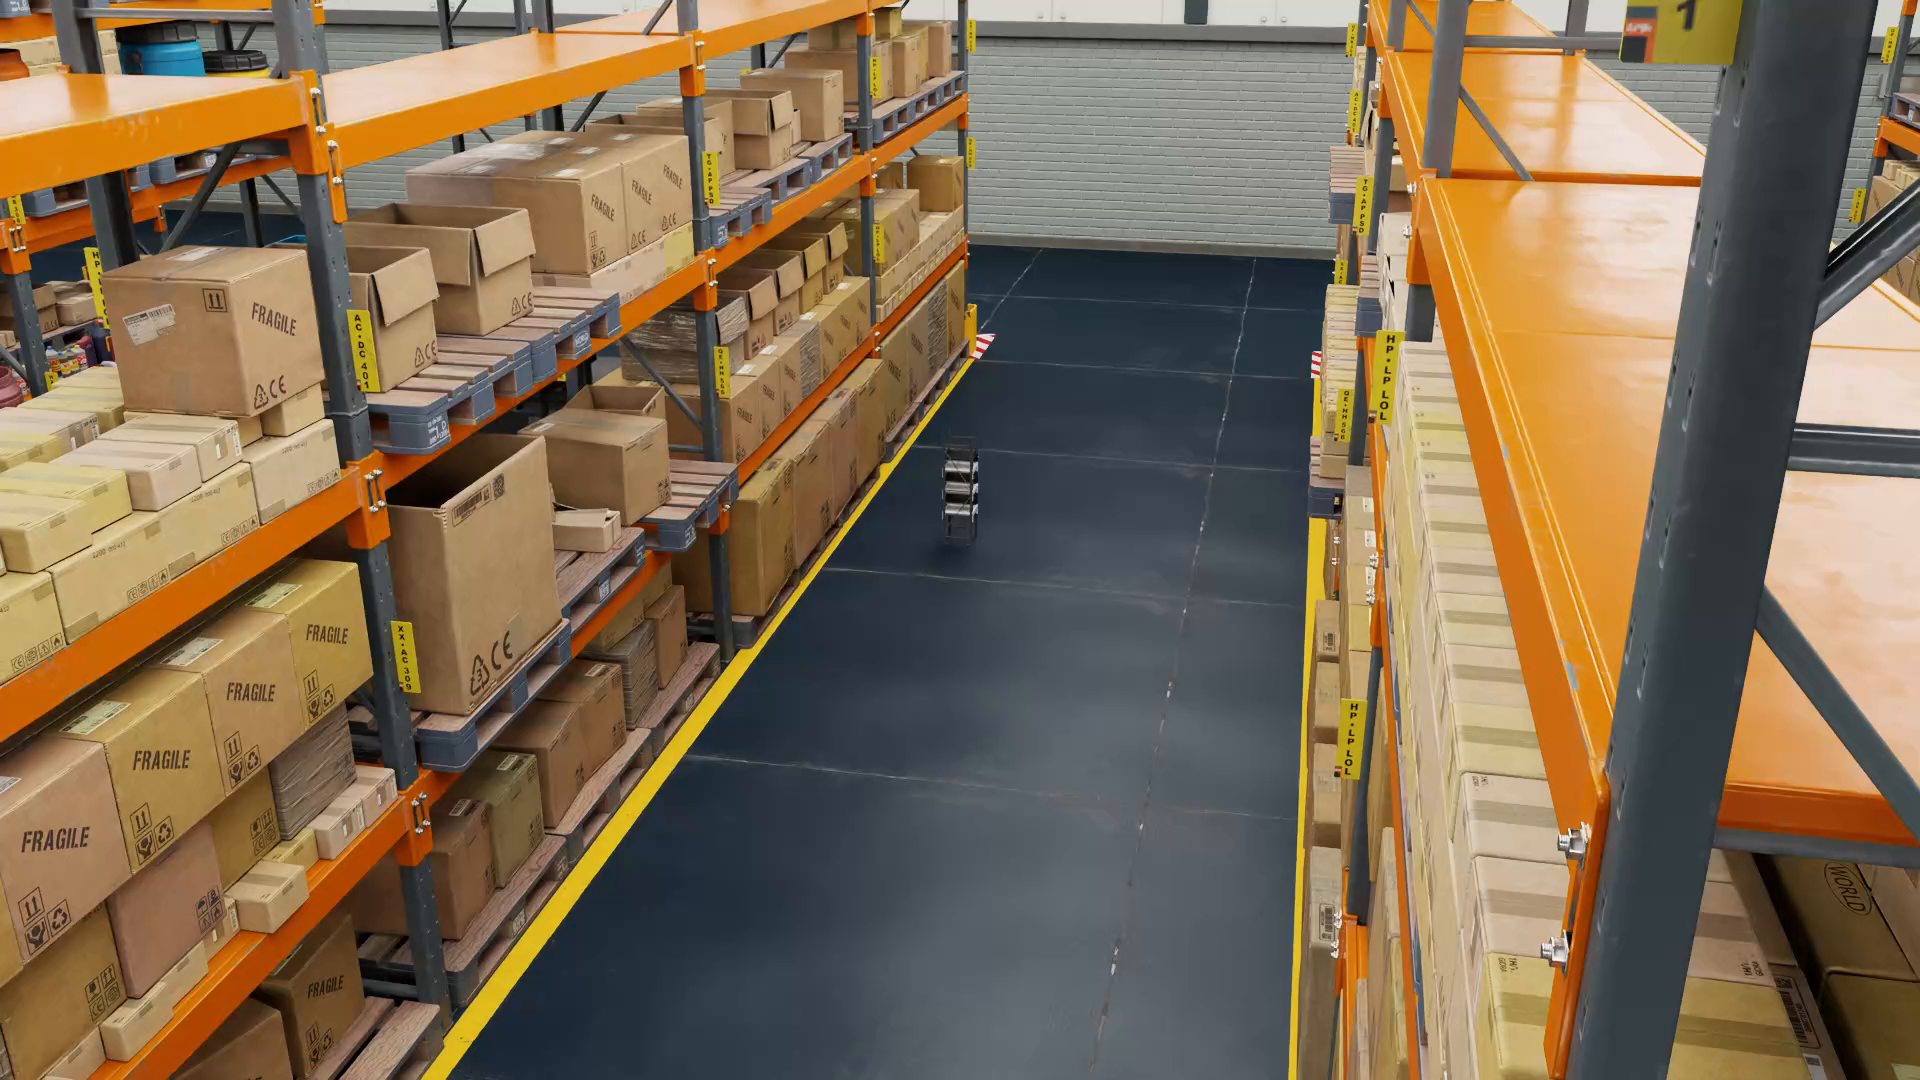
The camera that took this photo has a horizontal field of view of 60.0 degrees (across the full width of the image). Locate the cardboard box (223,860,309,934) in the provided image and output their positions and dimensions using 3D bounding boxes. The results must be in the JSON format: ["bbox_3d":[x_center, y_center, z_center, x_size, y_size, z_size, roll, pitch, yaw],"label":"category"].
[{"bbox_3d":[-2.733,1.351,6.351,0.380,0.149,0.250,4,22,11],"label":"cardboard box"}]

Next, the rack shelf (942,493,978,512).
[{"bbox_3d":[0.002,-0.306,13.269,0.258,0.077,0.200,4,22,11],"label":"rack shelf"}]

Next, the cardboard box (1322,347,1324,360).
[{"bbox_3d":[2.967,-1.431,12.696,0.380,0.149,0.250,5,22,11],"label":"cardboard box"}]

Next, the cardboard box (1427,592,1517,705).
[{"bbox_3d":[1.151,0.234,3.346,0.380,0.149,0.250,4,22,10],"label":"cardboard box"}]

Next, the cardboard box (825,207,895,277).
[{"bbox_3d":[-0.884,-2.642,14.727,0.500,0.500,0.500,4,22,11],"label":"cardboard box"}]

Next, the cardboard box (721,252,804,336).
[{"bbox_3d":[-1.617,-1.869,12.532,0.797,0.503,0.637,5,23,13],"label":"cardboard box"}]

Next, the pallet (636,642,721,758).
[{"bbox_3d":[-2.209,0.972,10.687,1.003,0.211,1.213,4,22,11],"label":"pallet"}]

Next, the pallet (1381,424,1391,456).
[{"bbox_3d":[2.109,-0.371,6.530,0.805,0.209,1.217,4,22,9],"label":"pallet"}]

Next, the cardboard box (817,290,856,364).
[{"bbox_3d":[-1.168,-1.744,13.565,0.500,0.500,0.500,5,23,13],"label":"cardboard box"}]

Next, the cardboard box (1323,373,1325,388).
[{"bbox_3d":[2.703,-1.095,11.465,0.380,0.149,0.250,5,22,12],"label":"cardboard box"}]

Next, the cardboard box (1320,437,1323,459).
[{"bbox_3d":[2.490,-0.576,10.574,0.380,0.149,0.250,4,22,11],"label":"cardboard box"}]

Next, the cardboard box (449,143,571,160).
[{"bbox_3d":[-2.503,-1.939,9.365,0.500,0.500,0.500,5,22,11],"label":"cardboard box"}]

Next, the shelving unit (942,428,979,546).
[{"bbox_3d":[0.002,-0.420,13.223,0.258,0.900,0.210,4,22,11],"label":"shelving unit"}]

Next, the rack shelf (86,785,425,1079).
[{"bbox_3d":[-3.273,1.921,5.562,1.077,0.370,4.000,4,22,11],"label":"rack shelf"}]

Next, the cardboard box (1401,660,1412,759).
[{"bbox_3d":[1.253,0.418,3.955,0.380,0.149,0.250,5,22,12],"label":"cardboard box"}]

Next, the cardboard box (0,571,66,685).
[{"bbox_3d":[-3.024,0.280,4.860,0.500,0.250,0.500,5,22,13],"label":"cardboard box"}]

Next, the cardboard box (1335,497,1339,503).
[{"bbox_3d":[2.881,-0.215,11.684,0.500,0.250,0.500,5,22,12],"label":"cardboard box"}]

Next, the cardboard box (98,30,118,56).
[{"bbox_3d":[-9.968,-5.636,18.878,0.500,0.250,0.500,4,22,11],"label":"cardboard box"}]

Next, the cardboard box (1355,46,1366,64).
[{"bbox_3d":[3.934,-4.570,15.698,0.380,0.149,0.250,4,22,11],"label":"cardboard box"}]

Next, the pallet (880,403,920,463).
[{"bbox_3d":[-1.000,-1.048,15.705,1.003,0.211,1.213,4,22,11],"label":"pallet"}]

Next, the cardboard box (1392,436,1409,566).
[{"bbox_3d":[1.495,-0.088,4.678,0.500,0.250,0.500,4,22,10],"label":"cardboard box"}]

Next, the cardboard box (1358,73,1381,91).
[{"bbox_3d":[3.452,-3.719,13.585,0.380,0.149,0.250,4,22,11],"label":"cardboard box"}]

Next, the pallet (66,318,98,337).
[{"bbox_3d":[-10.290,-2.676,19.747,1.003,0.211,1.213,4,22,11],"label":"pallet"}]

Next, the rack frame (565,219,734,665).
[{"bbox_3d":[-2.048,-0.607,10.876,1.000,3.000,0.127,4,22,11],"label":"rack frame"}]

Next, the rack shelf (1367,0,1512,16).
[{"bbox_3d":[4.011,-4.834,14.308,1.077,0.370,4.000,4,22,11],"label":"rack shelf"}]

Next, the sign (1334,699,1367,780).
[{"bbox_3d":[1.437,0.733,6.105,0.100,0.325,0.005,4,22,11],"label":"sign"}]

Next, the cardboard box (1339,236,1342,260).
[{"bbox_3d":[3.635,-2.409,14.819,0.500,0.500,0.500,4,22,11],"label":"cardboard box"}]

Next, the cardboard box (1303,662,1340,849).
[{"bbox_3d":[2.399,1.193,8.857,1.050,0.750,0.750,5,22,12],"label":"cardboard box"}]

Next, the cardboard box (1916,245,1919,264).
[{"bbox_3d":[8.612,-2.573,14.285,0.500,0.500,0.500,5,22,11],"label":"cardboard box"}]

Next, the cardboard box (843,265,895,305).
[{"bbox_3d":[-0.880,-2.290,14.858,0.500,0.250,0.500,4,22,10],"label":"cardboard box"}]

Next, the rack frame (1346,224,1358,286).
[{"bbox_3d":[3.603,-1.655,13.478,1.000,3.000,0.127,4,22,11],"label":"rack frame"}]

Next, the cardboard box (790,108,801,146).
[{"bbox_3d":[-1.544,-3.220,12.907,0.500,0.311,0.500,4,22,9],"label":"cardboard box"}]

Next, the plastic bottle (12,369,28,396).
[{"bbox_3d":[-7.144,-1.198,12.609,0.097,0.201,0.097,0,22,0],"label":"plastic bottle"}]

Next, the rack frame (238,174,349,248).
[{"bbox_3d":[-6.081,-2.447,15.446,1.000,3.000,0.127,4,22,11],"label":"rack frame"}]

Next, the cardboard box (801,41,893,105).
[{"bbox_3d":[-1.017,-4.236,15.042,0.700,0.500,0.500,6,23,14],"label":"cardboard box"}]

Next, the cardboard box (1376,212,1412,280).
[{"bbox_3d":[2.424,-1.535,8.589,0.500,0.311,0.500,4,22,11],"label":"cardboard box"}]

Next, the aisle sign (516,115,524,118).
[{"bbox_3d":[-4.963,-5.120,18.602,0.394,0.787,0.004,4,22,11],"label":"aisle sign"}]

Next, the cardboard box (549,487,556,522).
[{"bbox_3d":[-2.601,-0.028,8.737,0.797,0.503,0.637,7,23,16],"label":"cardboard box"}]

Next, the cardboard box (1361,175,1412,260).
[{"bbox_3d":[2.654,-1.858,9.833,0.500,0.500,0.500,4,22,11],"label":"cardboard box"}]

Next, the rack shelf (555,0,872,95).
[{"bbox_3d":[-1.640,-3.602,11.780,1.077,0.370,4.000,4,22,11],"label":"rack shelf"}]

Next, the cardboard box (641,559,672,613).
[{"bbox_3d":[-2.156,0.248,10.506,0.500,0.250,0.500,5,23,13],"label":"cardboard box"}]

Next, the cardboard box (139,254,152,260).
[{"bbox_3d":[-9.983,-3.116,19.863,0.500,0.500,0.500,4,22,11],"label":"cardboard box"}]

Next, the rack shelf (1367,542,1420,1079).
[{"bbox_3d":[1.562,0.945,3.971,1.077,0.370,4.000,4,22,11],"label":"rack shelf"}]

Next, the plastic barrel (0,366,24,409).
[{"bbox_3d":[-6.695,-0.855,11.309,0.600,0.536,0.708,4,22,11],"label":"plastic barrel"}]

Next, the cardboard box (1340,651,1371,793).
[{"bbox_3d":[1.918,0.829,7.177,0.500,0.500,0.500,4,22,10],"label":"cardboard box"}]

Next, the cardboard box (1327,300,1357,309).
[{"bbox_3d":[2.966,-1.704,12.578,0.380,0.149,0.250,5,22,11],"label":"cardboard box"}]

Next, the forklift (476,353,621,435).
[{"bbox_3d":[-3.604,-1.433,13.018,1.130,2.935,3.031,6,23,14],"label":"forklift"}]

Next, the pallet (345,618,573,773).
[{"bbox_3d":[-2.566,0.676,7.946,1.003,0.211,1.213,4,22,11],"label":"pallet"}]

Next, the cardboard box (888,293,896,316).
[{"bbox_3d":[-0.793,-2.132,14.999,0.380,0.149,0.250,4,22,9],"label":"cardboard box"}]

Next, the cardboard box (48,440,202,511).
[{"bbox_3d":[-2.790,-0.218,5.562,0.380,0.149,0.250,4,22,9],"label":"cardboard box"}]

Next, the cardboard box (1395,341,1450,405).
[{"bbox_3d":[1.563,-0.508,5.187,0.380,0.149,0.250,5,22,11],"label":"cardboard box"}]

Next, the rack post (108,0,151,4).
[{"bbox_3d":[-6.369,-4.248,12.556,0.937,0.300,0.954,7,23,17],"label":"rack post"}]

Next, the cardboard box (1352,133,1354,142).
[{"bbox_3d":[3.655,-3.544,14.354,0.500,0.250,0.500,4,22,10],"label":"cardboard box"}]

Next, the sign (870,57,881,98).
[{"bbox_3d":[-0.699,-3.809,13.699,0.100,0.325,0.005,4,22,11],"label":"sign"}]

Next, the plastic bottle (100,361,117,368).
[{"bbox_3d":[-6.398,-1.230,12.588,0.152,0.276,0.135,4,22,11],"label":"plastic bottle"}]

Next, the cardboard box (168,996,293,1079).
[{"bbox_3d":[-3.095,2.174,6.755,0.500,0.500,0.500,12,25,28],"label":"cardboard box"}]

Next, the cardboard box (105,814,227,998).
[{"bbox_3d":[-3.157,1.202,5.852,0.875,0.500,0.500,4,22,11],"label":"cardboard box"}]

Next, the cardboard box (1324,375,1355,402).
[{"bbox_3d":[2.545,-0.948,10.700,0.380,0.149,0.250,5,23,13],"label":"cardboard box"}]

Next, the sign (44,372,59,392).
[{"bbox_3d":[-6.357,-1.021,11.685,0.100,0.325,0.005,4,22,11],"label":"sign"}]

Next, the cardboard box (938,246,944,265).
[{"bbox_3d":[-0.373,-2.887,16.874,0.380,0.149,0.250,4,22,10],"label":"cardboard box"}]
